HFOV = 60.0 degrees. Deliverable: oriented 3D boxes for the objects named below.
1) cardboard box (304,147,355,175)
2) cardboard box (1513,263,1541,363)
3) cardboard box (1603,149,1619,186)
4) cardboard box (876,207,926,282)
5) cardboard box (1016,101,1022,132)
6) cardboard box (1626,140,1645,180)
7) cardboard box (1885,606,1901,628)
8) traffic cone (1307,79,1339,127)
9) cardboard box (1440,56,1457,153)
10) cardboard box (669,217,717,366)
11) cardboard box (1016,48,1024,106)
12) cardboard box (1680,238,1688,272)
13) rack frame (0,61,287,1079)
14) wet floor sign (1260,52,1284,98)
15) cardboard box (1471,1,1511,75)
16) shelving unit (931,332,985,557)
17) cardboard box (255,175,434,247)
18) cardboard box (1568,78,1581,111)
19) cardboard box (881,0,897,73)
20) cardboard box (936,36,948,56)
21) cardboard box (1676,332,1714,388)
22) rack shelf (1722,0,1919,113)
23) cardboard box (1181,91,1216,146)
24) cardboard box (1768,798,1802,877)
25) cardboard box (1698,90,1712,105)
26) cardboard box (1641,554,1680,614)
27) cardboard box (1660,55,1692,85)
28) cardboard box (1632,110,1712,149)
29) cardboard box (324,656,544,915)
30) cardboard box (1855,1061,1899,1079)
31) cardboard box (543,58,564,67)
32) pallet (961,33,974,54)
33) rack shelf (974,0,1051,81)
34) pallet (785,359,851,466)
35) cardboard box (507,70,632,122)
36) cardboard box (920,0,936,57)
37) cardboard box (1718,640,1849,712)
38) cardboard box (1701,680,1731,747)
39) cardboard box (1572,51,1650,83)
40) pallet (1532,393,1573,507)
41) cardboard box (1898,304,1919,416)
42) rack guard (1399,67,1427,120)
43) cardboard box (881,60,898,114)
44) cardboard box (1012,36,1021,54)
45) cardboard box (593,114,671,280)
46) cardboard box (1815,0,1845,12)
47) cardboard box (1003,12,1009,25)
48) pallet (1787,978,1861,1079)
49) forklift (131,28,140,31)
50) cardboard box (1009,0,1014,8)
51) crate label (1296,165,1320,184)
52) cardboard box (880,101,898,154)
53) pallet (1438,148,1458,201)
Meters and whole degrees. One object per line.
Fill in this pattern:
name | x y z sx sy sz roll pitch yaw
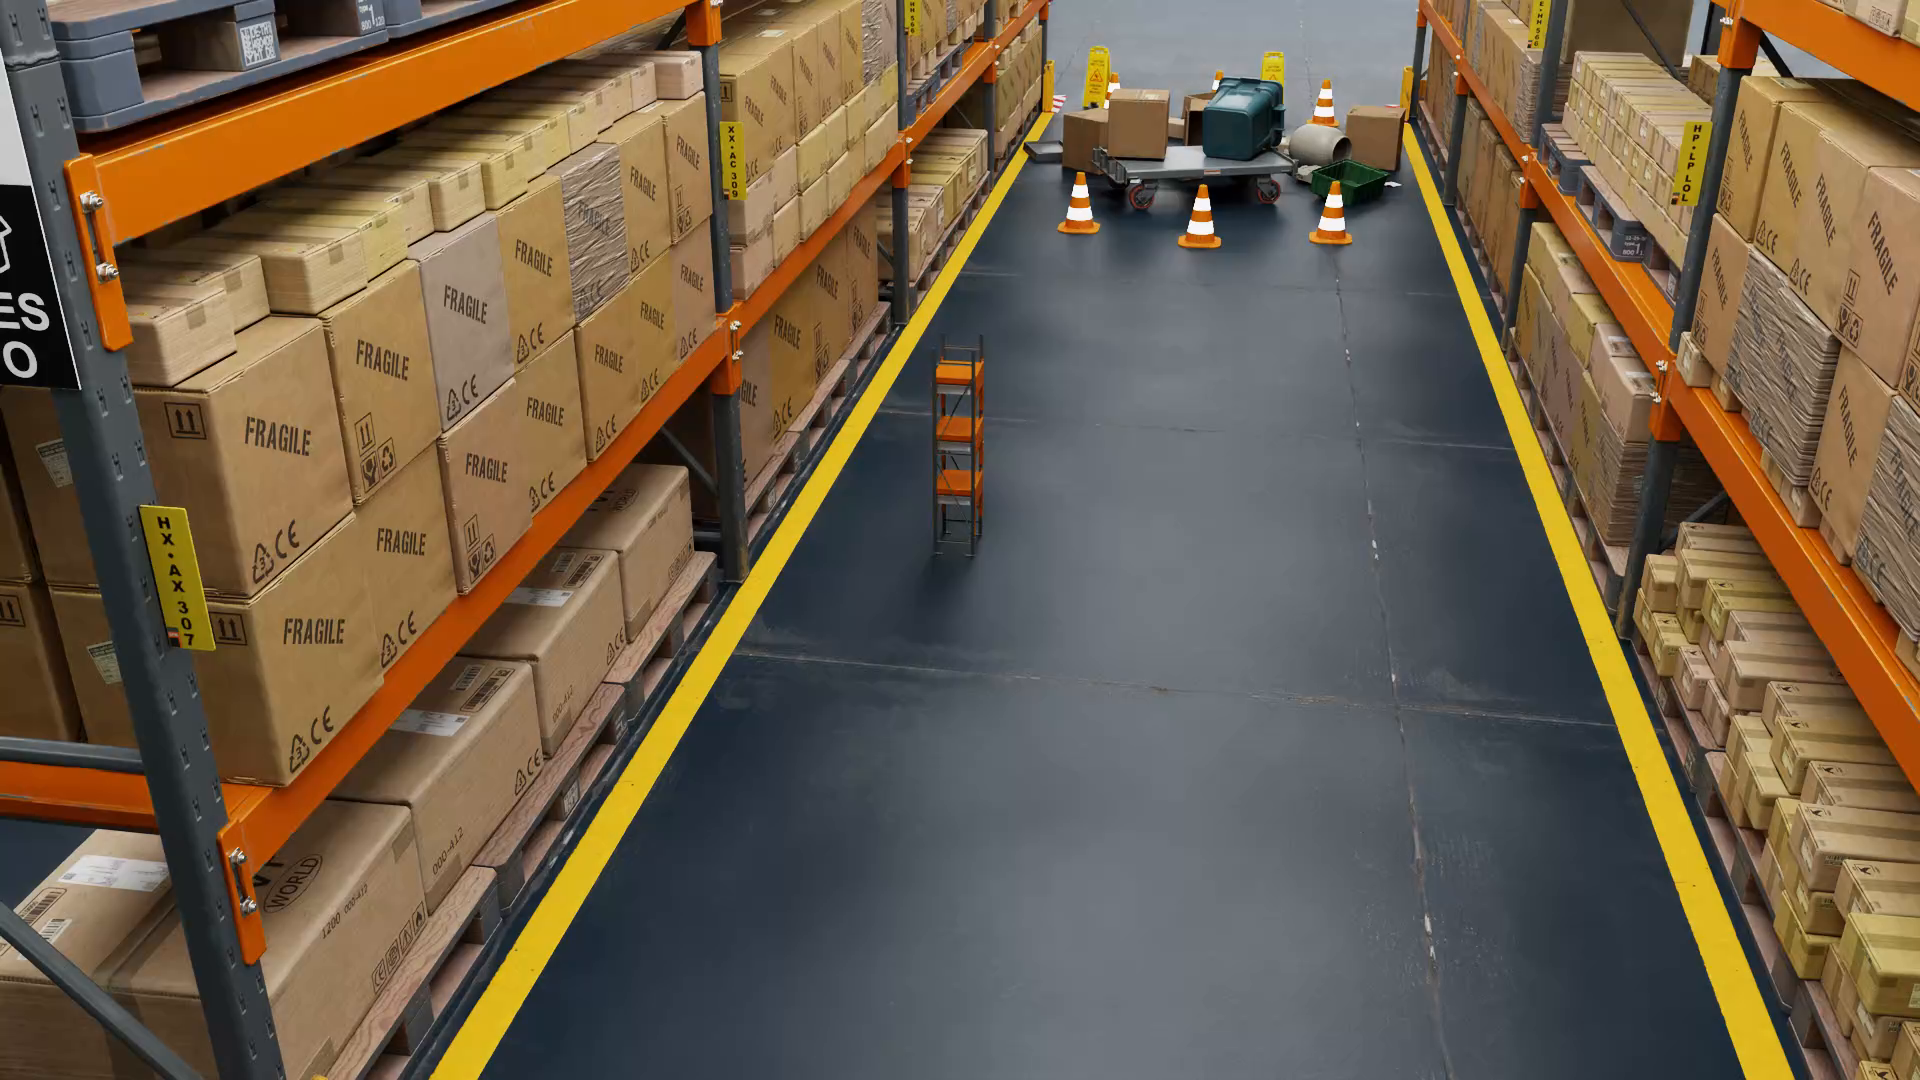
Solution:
cardboard box | -2.079 -1.134 5.071 0.380 0.149 0.250 5 26 10
cardboard box | 3.684 -1.357 10.064 0.500 0.500 0.500 3 25 6
cardboard box | 3.564 -1.926 8.627 0.380 0.149 0.250 4 25 9
cardboard box | -0.747 -2.113 11.831 0.950 0.372 0.625 2 25 5
cardboard box | 0.328 -4.170 16.368 0.500 0.250 0.500 4 25 8
cardboard box | 3.479 -1.847 8.108 0.380 0.149 0.250 4 25 9
cardboard box | 2.816 0.194 4.594 0.380 0.149 0.250 3 25 6
traffic cone | 3.871 -4.650 17.639 0.336 0.463 0.334 4 25 9
cardboard box | 5.020 -4.113 15.510 0.875 0.875 0.875 4 25 9
cardboard box | -1.326 -1.038 6.812 0.500 0.500 0.500 4 25 9
cardboard box | 0.330 -4.505 16.199 0.500 0.500 0.500 5 26 11
cardboard box | 3.267 -1.160 6.992 0.380 0.149 0.250 3 25 7
rack frame | -2.156 0.468 3.712 1.000 3.000 0.127 4 25 9
wet floor sign | 3.410 -5.006 18.184 0.267 0.644 0.232 0 25 -1
cardboard box | 4.272 -3.883 12.889 0.500 0.500 0.500 4 25 9
shelving unit | -0.009 -0.453 7.980 0.215 1.050 0.252 4 25 9
cardboard box | -1.681 -0.893 4.557 0.380 0.149 0.250 4 25 9
cardboard box | 3.774 -2.600 9.717 0.380 0.149 0.250 5 26 11
cardboard box | -0.675 -3.142 10.126 0.500 0.500 0.500 3 25 7
cardboard box | -0.300 -3.750 12.524 0.380 0.149 0.250 5 26 10
cardboard box | 3.028 -0.695 6.492 0.380 0.149 0.250 5 26 10
rack shelf | 3.070 -1.100 4.373 1.077 0.370 4.000 4 25 9
cardboard box | 2.669 -4.183 16.593 0.797 0.503 0.637 -14 29 -27
cardboard box | 2.764 0.954 5.191 0.380 0.149 0.250 5 26 11
cardboard box | 4.378 -2.438 9.371 0.380 0.149 0.250 5 26 10
cardboard box | 3.022 0.192 6.819 0.380 0.149 0.250 5 26 11
cardboard box | 4.391 -2.791 10.557 0.500 0.500 0.500 4 25 9
cardboard box | 3.484 -1.976 8.033 0.380 0.149 0.250 3 25 6
cardboard box | -2.006 0.772 5.589 0.875 0.438 0.875 5 25 10
cardboard box | 2.566 1.521 4.331 0.380 0.149 0.250 5 26 10
cardboard box | -1.810 -1.883 6.671 0.380 0.149 0.250 4 25 8
pallet | -0.464 -4.154 13.813 1.003 0.211 1.213 4 25 9
rack shelf | 0.132 -5.061 16.373 1.077 0.370 4.000 4 25 9
pallet | -1.254 -0.782 9.671 1.003 0.211 1.213 4 25 9
cardboard box | -1.440 -1.640 6.152 0.380 0.149 0.250 4 25 9
cardboard box | -0.469 -3.639 11.521 0.500 0.500 0.500 5 26 11
cardboard box | 2.898 0.489 5.833 0.380 0.149 0.250 5 25 10
cardboard box | 2.996 0.655 6.179 0.380 0.149 0.250 4 25 7
cardboard box | 3.784 -2.741 9.667 0.380 0.149 0.250 4 25 9
pallet | 3.720 -0.479 9.024 1.003 0.211 1.213 4 25 9
cardboard box | 2.732 -0.503 4.137 0.500 0.500 0.500 5 26 11
rack guard | 5.362 -4.801 17.917 1.175 0.500 0.348 4 25 9
cardboard box | -0.677 -2.816 10.315 0.500 0.250 0.500 4 25 8
cardboard box | 0.370 -4.733 15.922 0.380 0.149 0.250 5 26 12
cardboard box | -1.398 -1.275 6.138 0.500 0.500 0.500 4 25 8
cardboard box | 2.988 -1.809 5.216 0.500 0.250 0.500 4 25 8
cardboard box | 0.251 -4.870 15.412 0.380 0.149 0.250 5 26 10
pallet | 2.924 1.663 4.449 1.003 0.211 1.213 4 25 9
forklift | -3.281 -1.690 8.403 1.130 2.935 3.031 3 25 6
cardboard box | 0.211 -5.107 15.153 0.500 0.500 0.500 4 25 8
crate label | 3.233 -3.344 15.233 0.298 0.136 0.250 -14 29 -27
cardboard box | -0.675 -2.580 10.401 0.500 0.250 0.500 3 25 7
pallet | 4.906 -3.300 15.050 1.003 0.211 1.213 4 25 9
